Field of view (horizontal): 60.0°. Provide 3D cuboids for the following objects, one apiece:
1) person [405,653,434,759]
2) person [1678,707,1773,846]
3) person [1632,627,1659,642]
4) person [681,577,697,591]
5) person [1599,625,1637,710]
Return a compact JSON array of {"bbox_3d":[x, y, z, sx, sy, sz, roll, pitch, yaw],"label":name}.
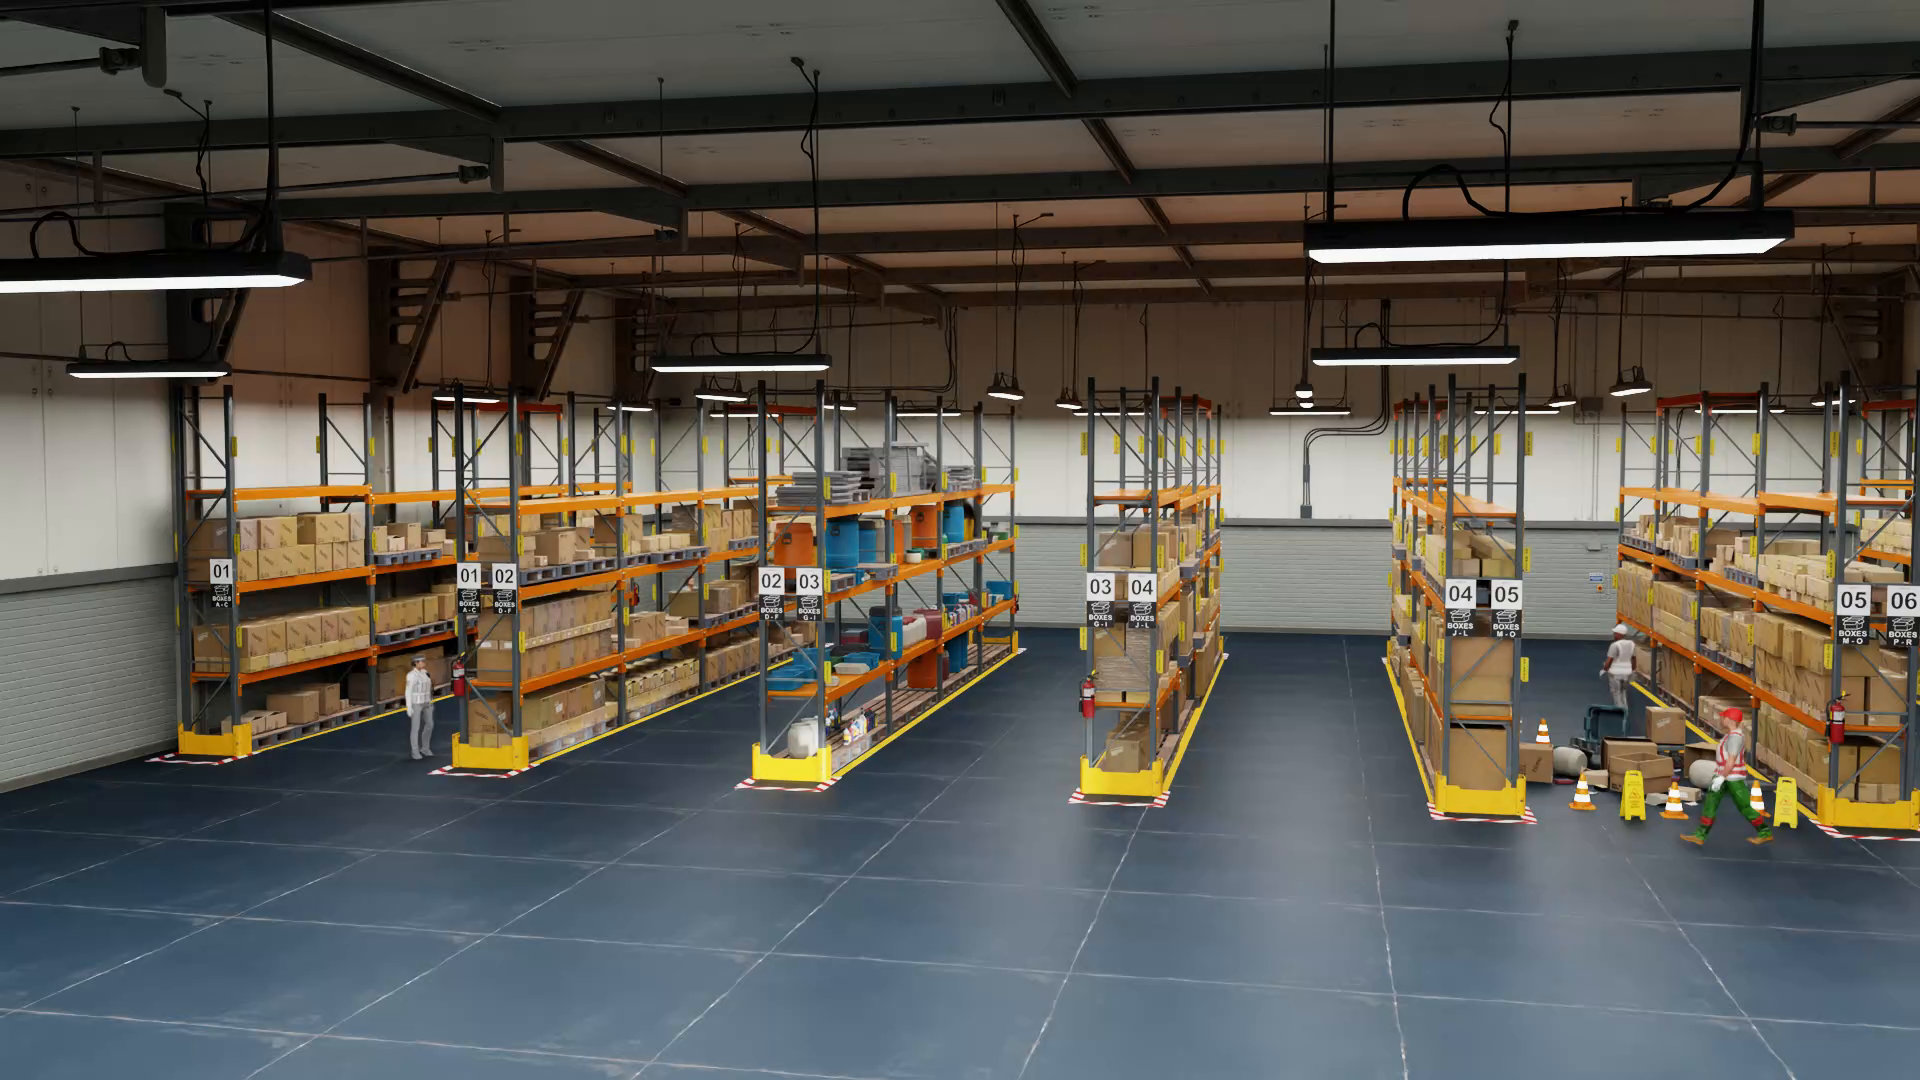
[{"bbox_3d":[-8.731,2.700,26.871,0.350,1.753,0.573,1,4,25],"label":"person"},{"bbox_3d":[9.593,2.966,20.742,1.064,1.752,0.490,0,3,-6],"label":"person"},{"bbox_3d":[16.001,2.008,38.581,1.035,1.604,0.618,2,4,36],"label":"person"},{"bbox_3d":[-7.035,1.785,43.275,0.594,1.689,0.853,0,3,2],"label":"person"},{"bbox_3d":[11.882,2.369,29.981,0.629,1.700,0.596,0,3,-3],"label":"person"}]
